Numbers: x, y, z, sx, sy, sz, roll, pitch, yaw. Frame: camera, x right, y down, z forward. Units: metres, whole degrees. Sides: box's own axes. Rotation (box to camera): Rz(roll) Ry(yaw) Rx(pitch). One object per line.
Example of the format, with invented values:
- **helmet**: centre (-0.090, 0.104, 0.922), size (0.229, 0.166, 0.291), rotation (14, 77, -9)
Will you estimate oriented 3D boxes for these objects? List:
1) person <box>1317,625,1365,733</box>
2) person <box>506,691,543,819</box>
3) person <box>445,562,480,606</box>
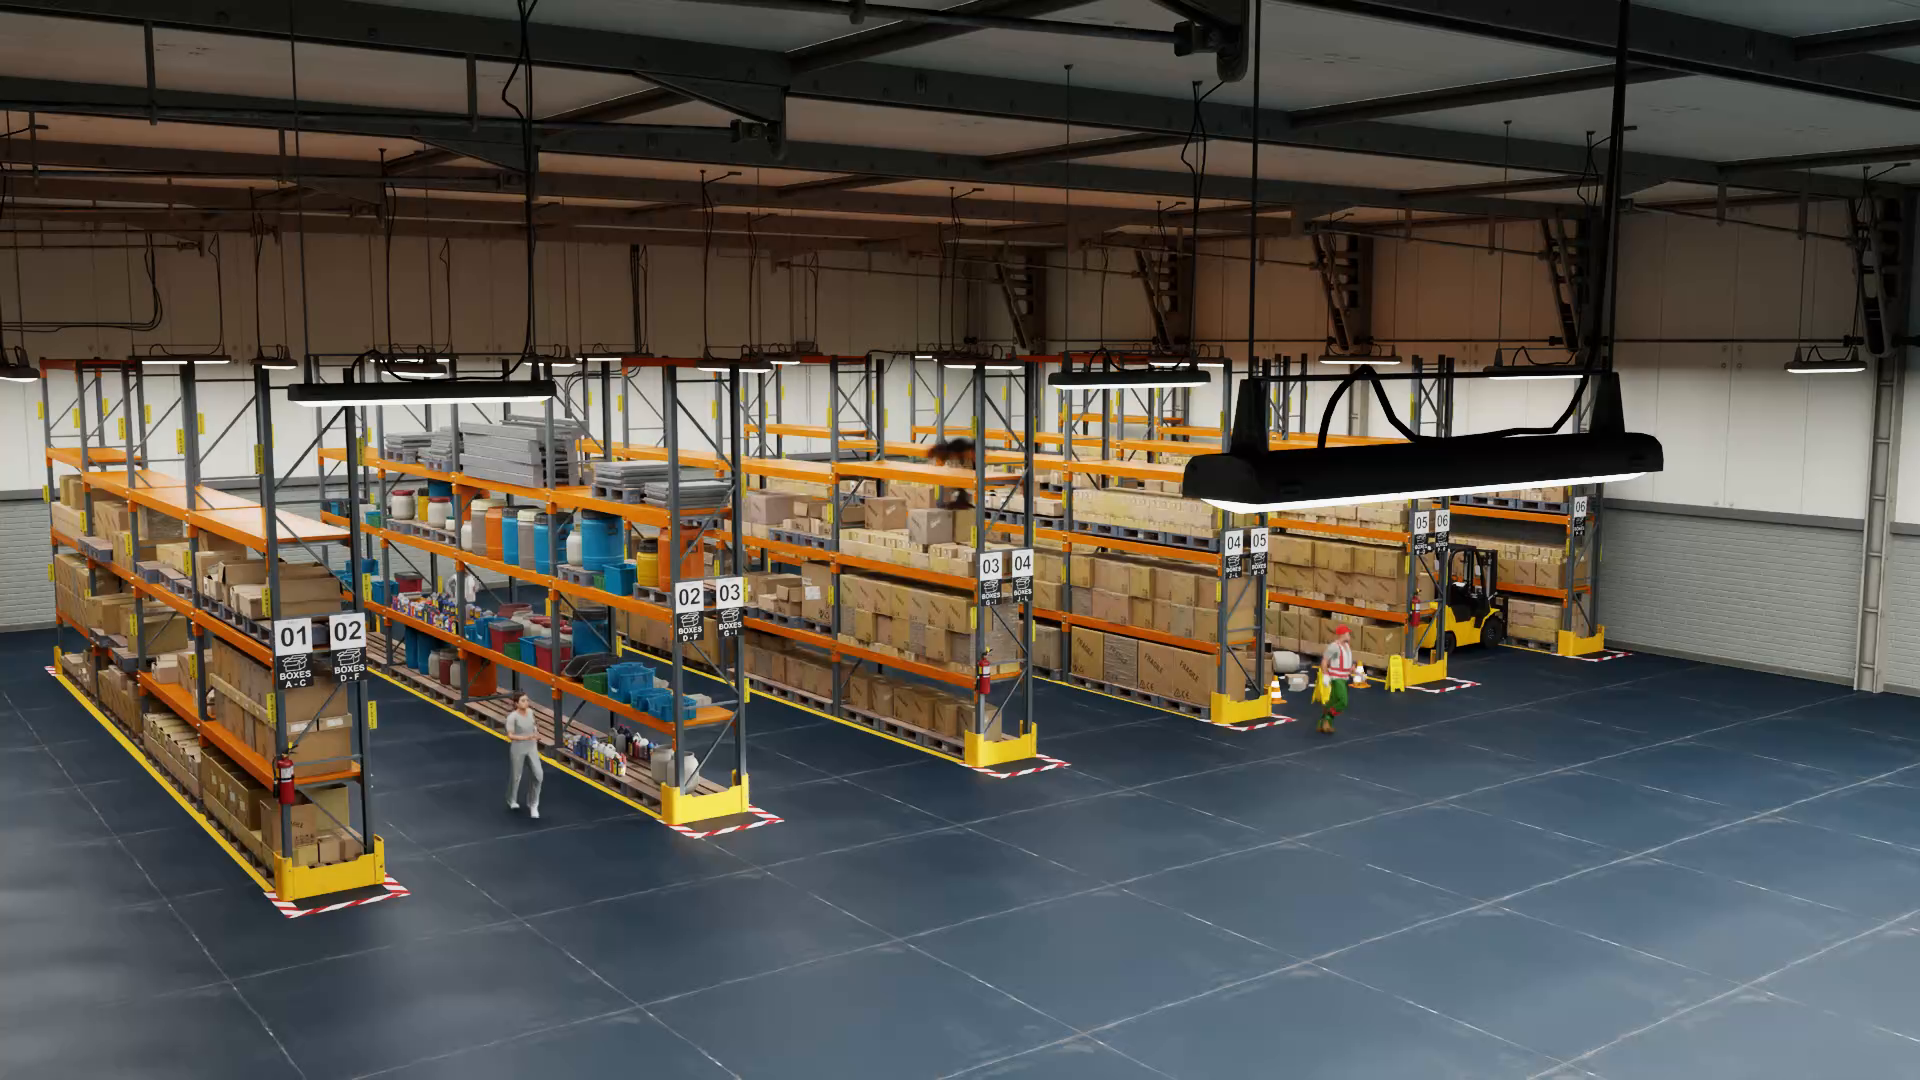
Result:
- **person**: centre (6.125, 2.242, 26.758), size (0.692, 1.755, 0.654), rotation (5, 8, 34)
- **person**: centre (-5.827, 2.851, 22.158), size (0.506, 1.713, 0.817), rotation (-6, 9, -40)
- **person**: centre (-10.313, 1.301, 34.657), size (0.726, 1.799, 0.635), rotation (6, 9, 43)
